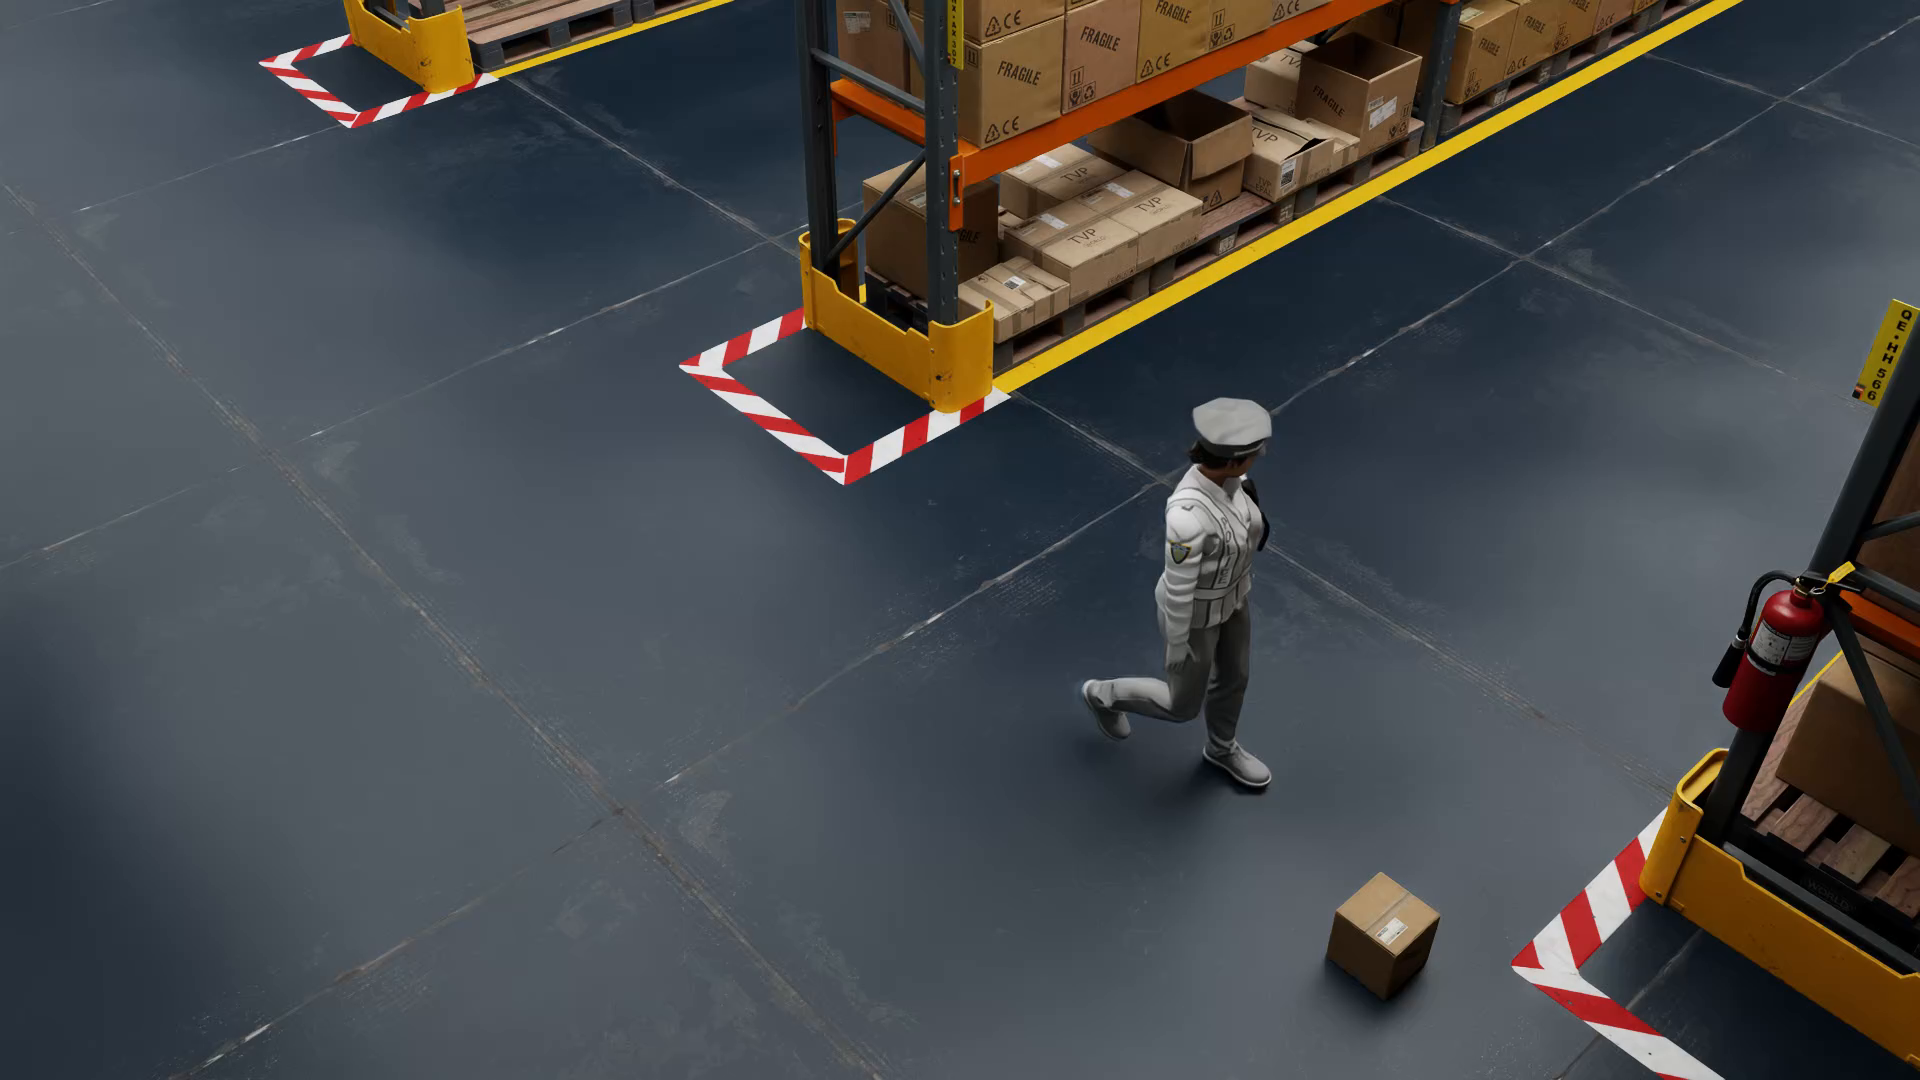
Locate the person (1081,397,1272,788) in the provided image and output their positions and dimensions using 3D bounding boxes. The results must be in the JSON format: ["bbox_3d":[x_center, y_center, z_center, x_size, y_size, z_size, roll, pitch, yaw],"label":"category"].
[{"bbox_3d":[0.825,0.214,5.887,0.730,1.652,0.499,23,45,25],"label":"person"}]
